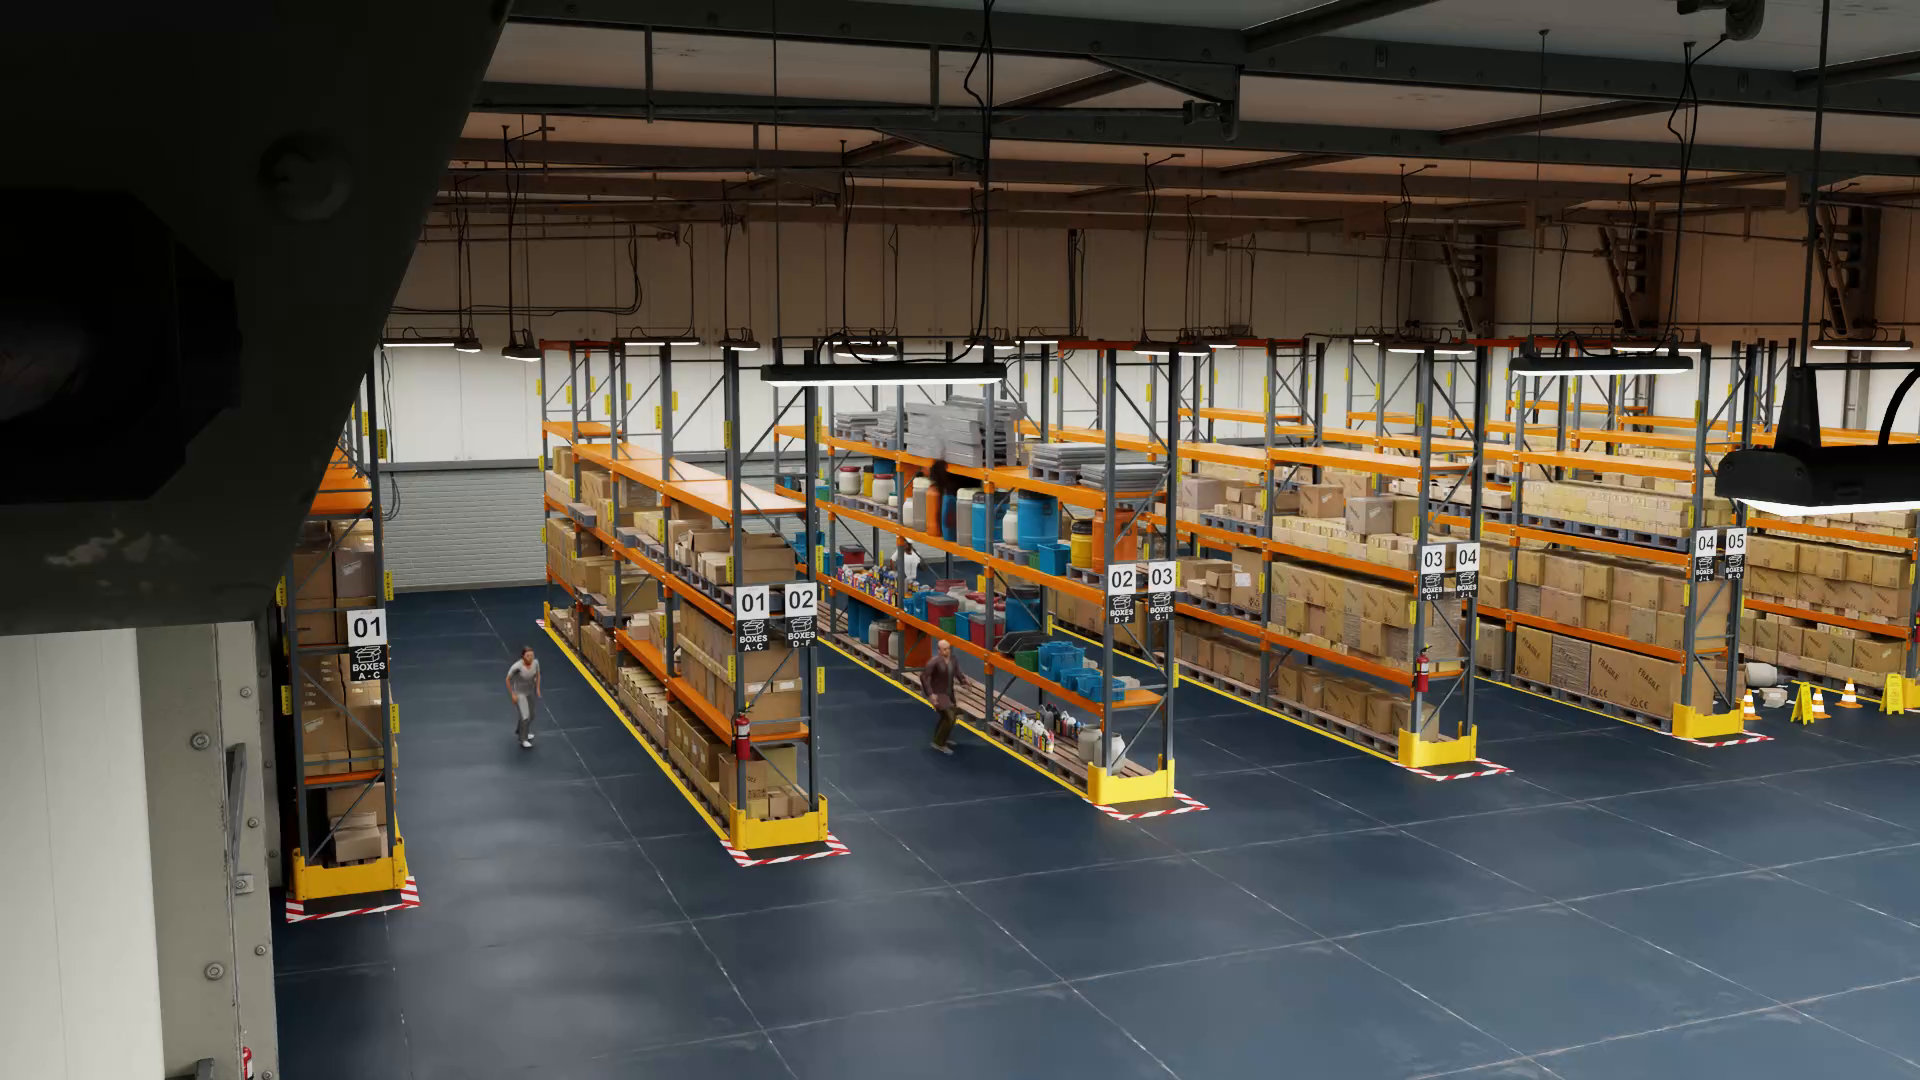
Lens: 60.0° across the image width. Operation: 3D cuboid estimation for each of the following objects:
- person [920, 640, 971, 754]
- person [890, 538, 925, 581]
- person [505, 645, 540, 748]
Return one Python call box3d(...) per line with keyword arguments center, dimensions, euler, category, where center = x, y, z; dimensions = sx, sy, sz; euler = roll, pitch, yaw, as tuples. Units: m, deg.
box3d(center=(-0.217, 2.304, 24.659), dimensions=(0.782, 1.711, 0.731), euler=(5, 9, 32), category="person")
box3d(center=(-1.157, 0.806, 35.853), dimensions=(0.662, 1.761, 0.964), euler=(-5, 9, -32), category="person")
box3d(center=(-6.585, 2.310, 24.988), dimensions=(0.750, 1.563, 0.624), euler=(6, 9, 37), category="person")
